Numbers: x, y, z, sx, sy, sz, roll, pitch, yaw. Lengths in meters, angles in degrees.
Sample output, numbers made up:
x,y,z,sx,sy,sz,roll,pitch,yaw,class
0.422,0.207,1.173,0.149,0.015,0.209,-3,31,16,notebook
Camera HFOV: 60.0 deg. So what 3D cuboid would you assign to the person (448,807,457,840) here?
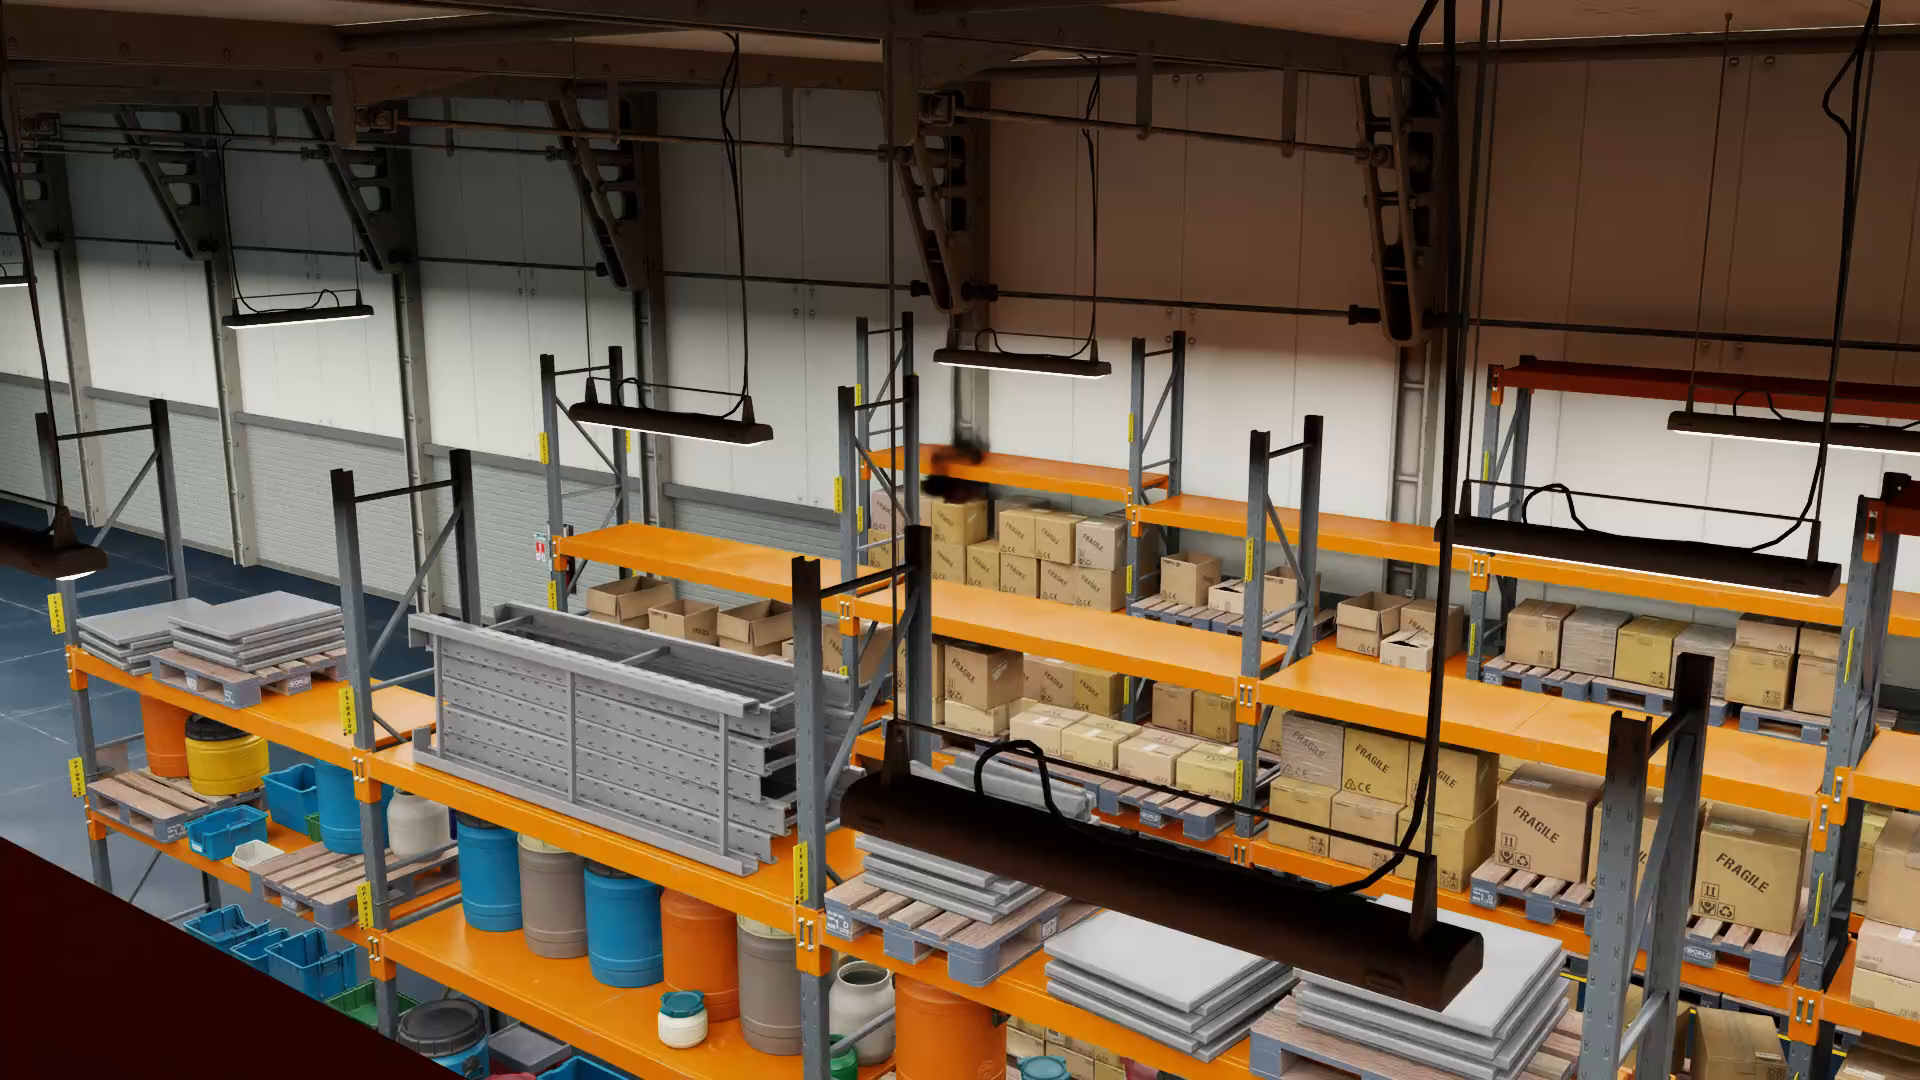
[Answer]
x,y,z,sx,sy,sz,roll,pitch,yaw,class
-5.640,2.819,19.097,0.917,1.556,0.623,-5,14,-22,person
